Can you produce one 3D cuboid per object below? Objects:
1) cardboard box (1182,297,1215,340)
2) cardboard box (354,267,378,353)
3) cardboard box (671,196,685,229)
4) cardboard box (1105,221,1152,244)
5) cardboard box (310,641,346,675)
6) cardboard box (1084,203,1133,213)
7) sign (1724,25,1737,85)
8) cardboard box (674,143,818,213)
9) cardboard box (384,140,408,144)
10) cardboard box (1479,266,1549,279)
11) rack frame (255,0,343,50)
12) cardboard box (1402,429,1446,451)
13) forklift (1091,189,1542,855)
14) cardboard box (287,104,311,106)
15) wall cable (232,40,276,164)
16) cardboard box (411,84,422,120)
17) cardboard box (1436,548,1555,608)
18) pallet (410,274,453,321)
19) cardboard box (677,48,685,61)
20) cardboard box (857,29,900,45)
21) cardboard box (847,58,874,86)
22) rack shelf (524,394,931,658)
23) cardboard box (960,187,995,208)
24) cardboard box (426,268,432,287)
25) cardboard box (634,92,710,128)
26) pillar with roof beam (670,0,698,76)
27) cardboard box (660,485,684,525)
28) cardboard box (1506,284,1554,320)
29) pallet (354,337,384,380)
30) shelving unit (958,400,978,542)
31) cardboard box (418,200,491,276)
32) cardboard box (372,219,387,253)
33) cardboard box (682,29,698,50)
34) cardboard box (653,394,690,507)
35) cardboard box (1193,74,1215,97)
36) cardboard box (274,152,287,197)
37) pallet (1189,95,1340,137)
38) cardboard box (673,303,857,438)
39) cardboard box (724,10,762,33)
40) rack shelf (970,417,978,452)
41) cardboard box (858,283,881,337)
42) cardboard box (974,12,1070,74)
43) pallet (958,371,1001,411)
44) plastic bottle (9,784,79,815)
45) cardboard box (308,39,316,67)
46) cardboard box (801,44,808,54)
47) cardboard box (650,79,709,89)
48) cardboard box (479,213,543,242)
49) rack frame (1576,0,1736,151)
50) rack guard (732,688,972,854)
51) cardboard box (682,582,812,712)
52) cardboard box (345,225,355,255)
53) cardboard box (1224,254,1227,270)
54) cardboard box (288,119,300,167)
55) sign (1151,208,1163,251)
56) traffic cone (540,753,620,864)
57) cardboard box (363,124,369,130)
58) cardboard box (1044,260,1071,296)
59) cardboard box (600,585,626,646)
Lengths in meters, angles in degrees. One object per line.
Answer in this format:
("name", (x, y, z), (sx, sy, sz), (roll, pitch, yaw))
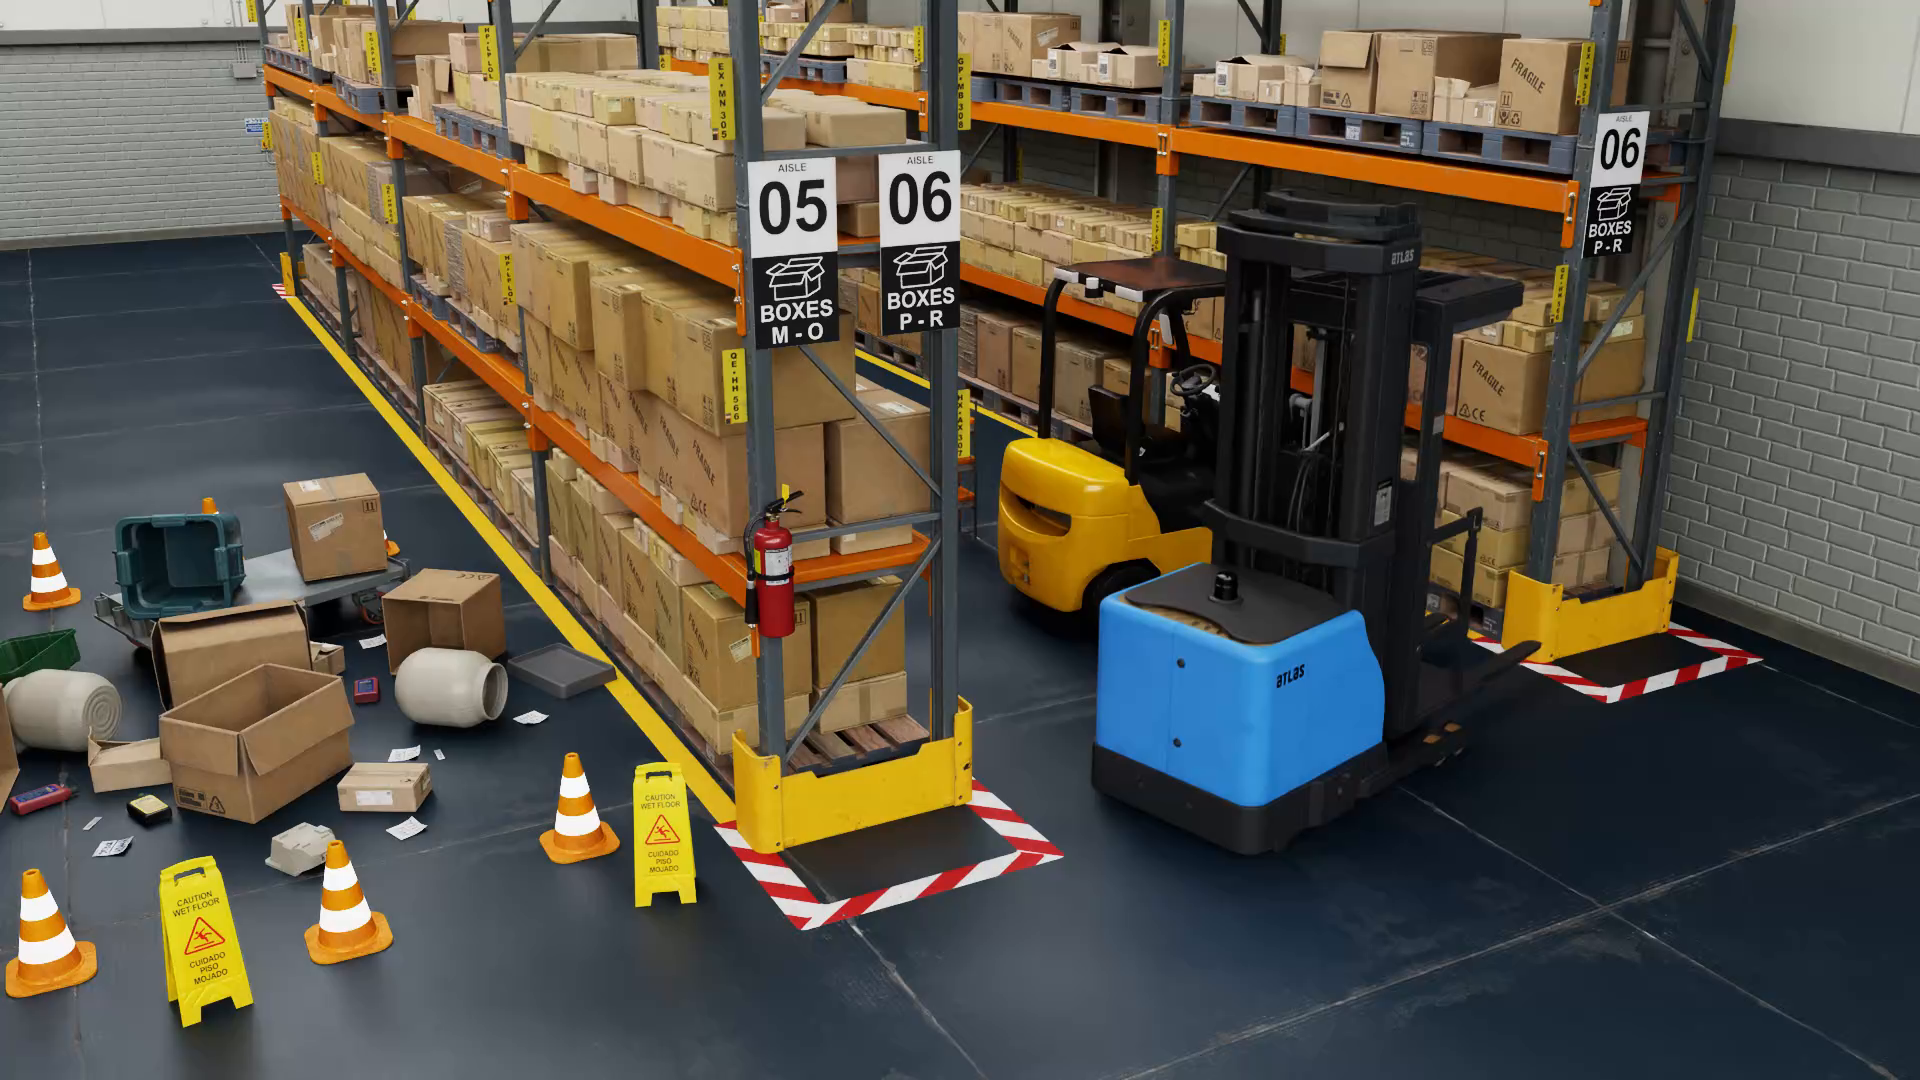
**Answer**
("cardboard box", (1.972, -1.845, 12.728), (0.500, 0.500, 0.500), (-11, 22, -28))
("cardboard box", (-5.809, -2.521, 17.453), (0.875, 0.875, 0.875), (-9, 21, -25))
("cardboard box", (-1.135, -1.554, 7.823), (0.380, 0.149, 0.250), (-9, 21, -25))
("cardboard box", (1.425, -2.533, 13.727), (0.380, 0.149, 0.250), (-10, 21, -27))
("cardboard box", (-3.877, 0.663, 9.804), (0.396, 0.266, 0.258), (7, 20, 20))
("cardboard box", (1.330, -2.899, 14.786), (0.380, 0.149, 0.250), (-10, 21, -26))
("sign", (4.382, -2.771, 9.502), (0.100, 0.325, 0.005), (-10, 21, -27))
("cardboard box", (-0.956, -1.641, 7.463), (0.500, 0.250, 0.500), (-10, 22, -27))
("cardboard box", (-5.489, -3.776, 16.789), (0.500, 0.500, 0.500), (-10, 21, -26))
("cardboard box", (3.582, -1.669, 10.766), (0.380, 0.149, 0.250), (-10, 21, -26))
("rack frame", (-8.074, -7.477, 20.004), (1.000, 3.000, 0.127), (-10, 21, -27))
("cardboard box", (2.902, -0.562, 11.200), (0.500, 0.250, 0.500), (-10, 21, -26))
("forklift", (2.073, -0.311, 8.539), (3.031, 2.935, 1.130), (-17, 26, -41))
("cardboard box", (-7.546, -4.948, 19.192), (0.380, 0.149, 0.250), (-10, 21, -26))
("wall cable", (-10.772, -6.751, 25.492), (0.585, 1.953, 0.123), (-10, 21, -27))
("cardboard box", (-4.154, -3.509, 13.309), (0.396, 0.266, 0.258), (-10, 21, -27))
("cardboard box", (3.390, 0.198, 10.532), (0.500, 0.250, 0.500), (-10, 21, -26))
("pallet", (-3.843, -2.066, 13.813), (1.213, 0.211, 1.003), (-10, 21, -27))
("cardboard box", (-3.478, -6.348, 21.715), (0.380, 0.149, 0.250), (-9, 21, -25))
("cardboard box", (-0.826, -5.144, 17.004), (0.380, 0.149, 0.250), (-11, 22, -28))
("cardboard box", (-0.843, -4.859, 17.245), (0.500, 0.250, 0.500), (-10, 21, -27))
("rack shelf", (-1.426, -0.282, 9.453), (1.077, 0.370, 4.000), (-10, 21, -27))
("cardboard box", (0.112, -3.255, 15.817), (0.380, 0.149, 0.250), (-9, 21, -25))
("cardboard box", (-4.090, -2.130, 13.447), (0.380, 0.149, 0.250), (-12, 22, -30))
("cardboard box", (-1.408, -2.157, 8.348), (0.380, 0.149, 0.250), (-11, 22, -28))
("pillar with roof beam", (-7.983, -8.494, 22.950), (9.100, 9.000, 0.400), (-10, 21, -27))
("cardboard box", (-1.311, -0.205, 8.512), (0.380, 0.149, 0.250), (-10, 21, -26))
("cardboard box", (3.391, -1.448, 10.127), (0.380, 0.149, 0.250), (-10, 21, -27))
("pallet", (-5.741, -1.965, 17.501), (1.003, 0.211, 1.213), (-10, 21, -27))
("shelving unit", (-0.025, -0.512, 12.005), (0.215, 1.050, 0.252), (-10, 21, -27))
("cardboard box", (-4.011, -2.417, 13.285), (0.500, 0.500, 0.500), (-9, 21, -24))
("cardboard box", (-4.975, -2.756, 14.984), (0.500, 0.250, 0.500), (-11, 22, -28))
("cardboard box", (-3.245, -6.437, 21.363), (0.500, 0.250, 0.500), (-11, 22, -28))
("cardboard box", (-1.210, -0.493, 8.353), (0.500, 0.500, 0.500), (-10, 21, -27))
("cardboard box", (1.937, -3.335, 12.188), (0.380, 0.149, 0.250), (-9, 21, -26))
("cardboard box", (-8.098, -4.506, 20.438), (0.500, 0.500, 0.500), (-10, 21, -27))
("pallet", (2.419, -3.101, 12.058), (1.003, 0.211, 1.213), (-10, 21, -27))
("cardboard box", (-0.911, -0.821, 7.771), (0.700, 0.500, 0.500), (-11, 22, -28))
("cardboard box", (-2.508, -6.238, 20.021), (0.500, 0.250, 0.500), (-10, 22, -28))
("rack shelf", (-0.025, -0.770, 11.916), (0.215, 0.259, 0.240), (-10, 21, -27))
("cardboard box", (-0.777, -2.514, 18.008), (0.500, 0.500, 0.500), (-9, 21, -24))
("cardboard box", (0.549, -4.450, 14.881), (0.700, 0.500, 0.500), (-10, 22, -28))
("pallet", (0.448, -1.554, 16.311), (1.003, 0.211, 1.213), (-10, 21, -27))
("plastic bottle", (-4.576, 1.285, 8.313), (0.133, 0.061, 0.283), (16, 25, 39))
("cardboard box", (-6.245, -4.848, 16.545), (0.396, 0.266, 0.258), (-10, 22, -27))
("cardboard box", (-1.529, -5.367, 18.077), (0.380, 0.149, 0.250), (-10, 22, -27))
("cardboard box", (-1.524, -2.518, 9.395), (0.380, 0.149, 0.250), (-10, 22, -28))
("cardboard box", (-3.132, -2.183, 11.610), (0.380, 0.149, 0.250), (-11, 22, -28))
("rack frame", (3.891, -3.654, 8.924), (1.000, 3.000, 0.127), (-10, 21, -27))
("rack guard", (-0.512, 1.112, 8.143), (1.175, 0.500, 0.348), (-10, 21, -27))
("cardboard box", (-1.086, 0.509, 8.479), (0.500, 0.500, 0.500), (-10, 21, -26))
("cardboard box", (-5.721, -2.957, 16.331), (0.500, 0.250, 0.500), (-10, 21, -27))
("cardboard box", (2.184, -2.043, 12.306), (0.380, 0.149, 0.250), (-10, 21, -27))
("cardboard box", (-7.356, -4.542, 19.010), (0.500, 0.500, 0.500), (-10, 21, -26))
("sign", (1.518, -2.389, 12.803), (0.100, 0.325, 0.005), (-10, 21, -27))
("traffic cone", (-1.815, 1.228, 7.864), (0.336, 0.463, 0.334), (-10, 21, -27))
("cardboard box", (-6.232, -4.521, 17.955), (0.380, 0.149, 0.250), (-10, 21, -26))
("cardboard box", (1.069, -2.290, 14.399), (0.500, 0.250, 0.500), (-10, 21, -26))
("cardboard box", (-1.815, 0.420, 9.888), (0.500, 0.250, 0.500), (-10, 22, -27))
